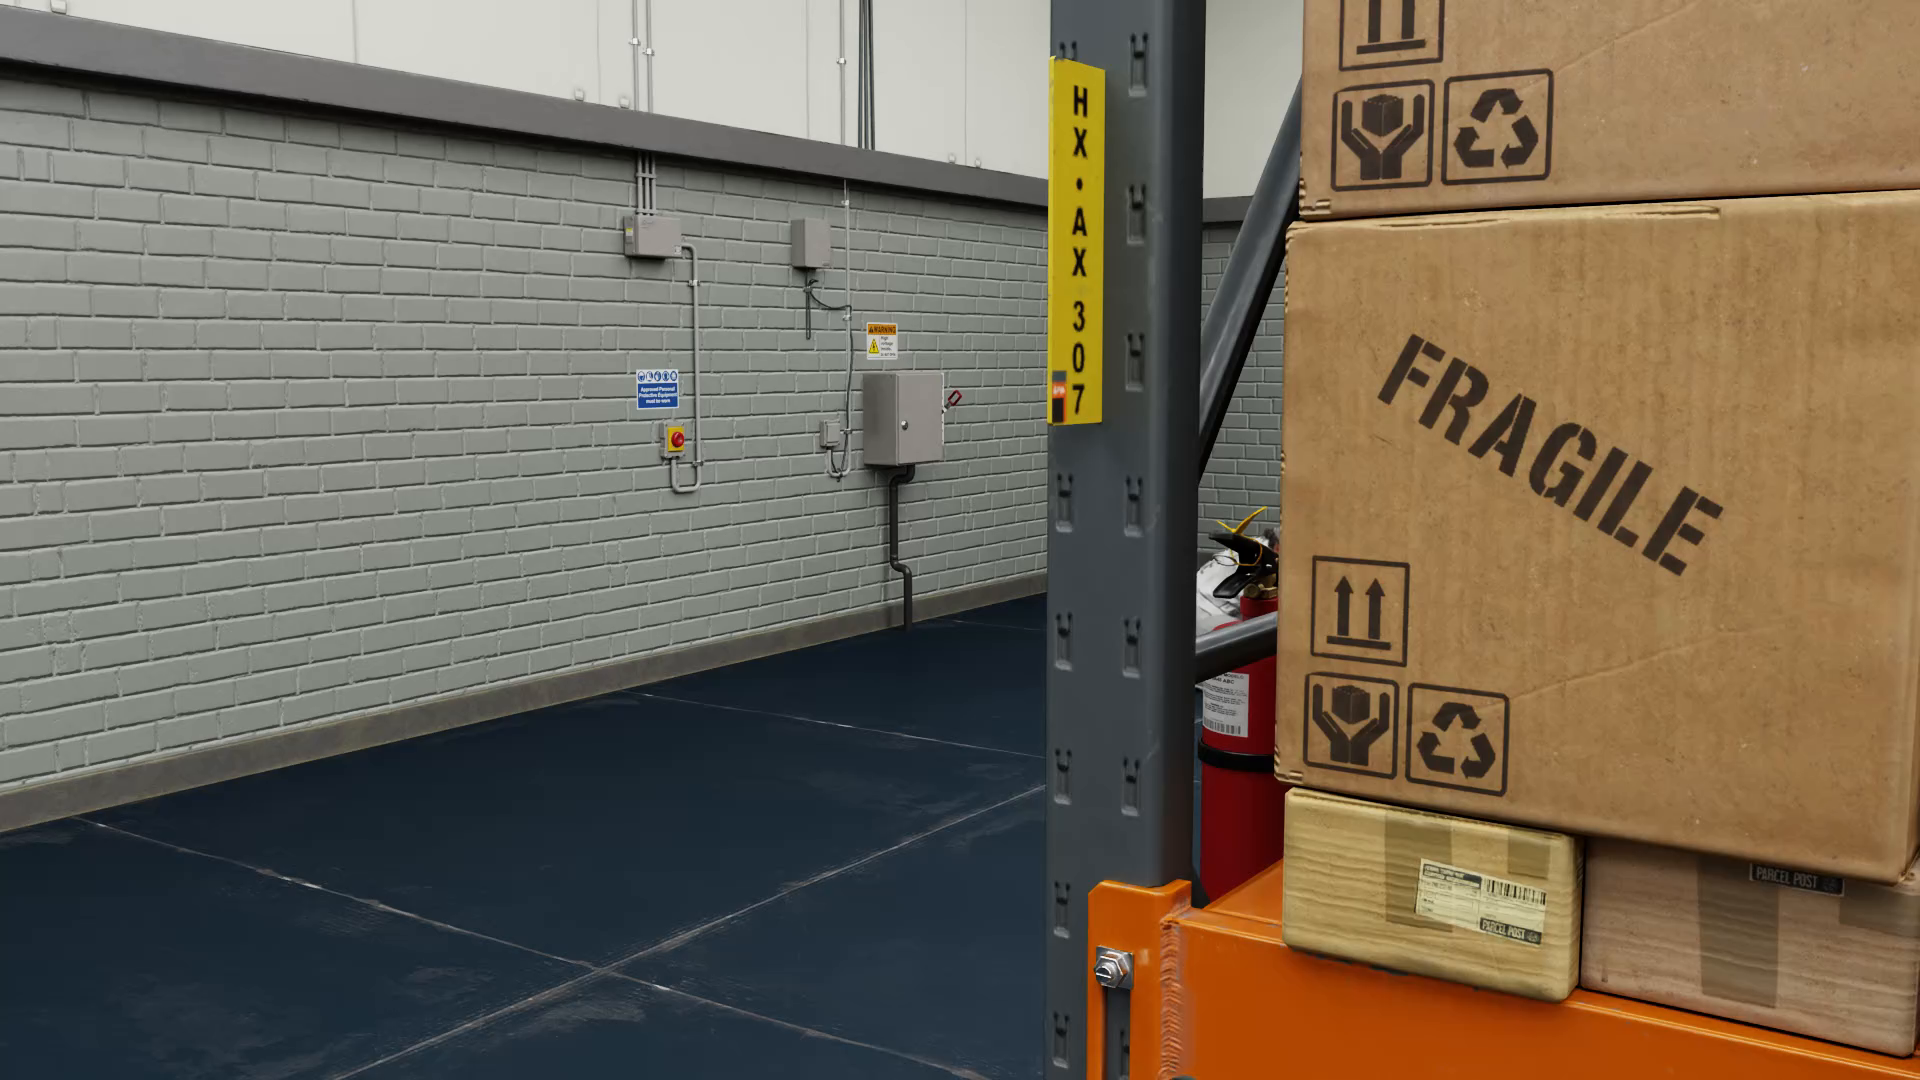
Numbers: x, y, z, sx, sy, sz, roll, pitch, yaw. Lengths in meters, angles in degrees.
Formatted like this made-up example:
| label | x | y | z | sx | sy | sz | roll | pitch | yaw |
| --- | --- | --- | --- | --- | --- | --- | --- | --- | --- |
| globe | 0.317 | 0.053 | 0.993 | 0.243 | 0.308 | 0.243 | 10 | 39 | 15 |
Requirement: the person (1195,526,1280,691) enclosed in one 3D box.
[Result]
| label | x | y | z | sx | sy | sz | roll | pitch | yaw |
| --- | --- | --- | --- | --- | --- | --- | --- | --- | --- |
| person | 1.550 | 0.360 | 9.101 | 0.849 | 0.945 | 0.526 | 4 | 8 | 33 |
